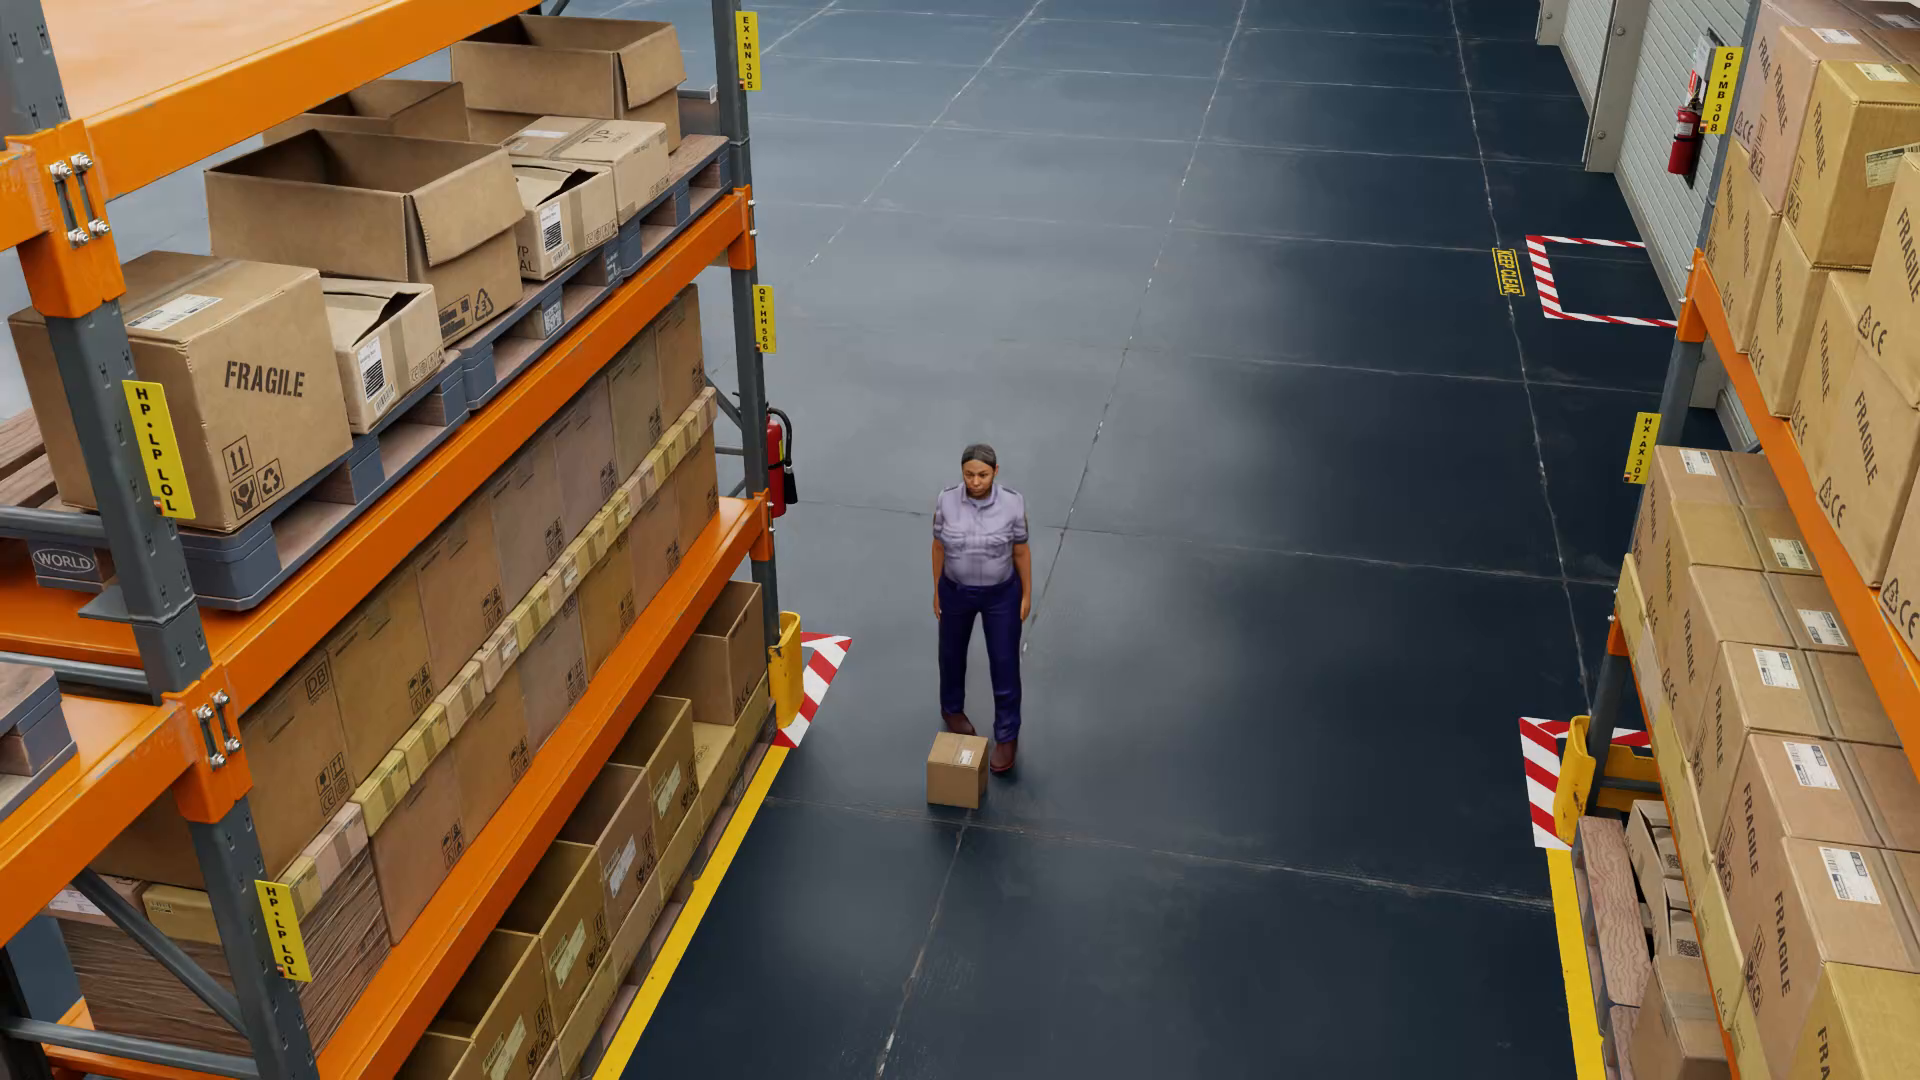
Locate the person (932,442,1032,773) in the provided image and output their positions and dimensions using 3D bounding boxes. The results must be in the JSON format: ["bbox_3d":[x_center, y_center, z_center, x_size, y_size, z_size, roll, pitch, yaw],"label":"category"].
[{"bbox_3d":[0.095,0.311,8.064,0.491,1.654,0.548,3,29,6],"label":"person"}]
